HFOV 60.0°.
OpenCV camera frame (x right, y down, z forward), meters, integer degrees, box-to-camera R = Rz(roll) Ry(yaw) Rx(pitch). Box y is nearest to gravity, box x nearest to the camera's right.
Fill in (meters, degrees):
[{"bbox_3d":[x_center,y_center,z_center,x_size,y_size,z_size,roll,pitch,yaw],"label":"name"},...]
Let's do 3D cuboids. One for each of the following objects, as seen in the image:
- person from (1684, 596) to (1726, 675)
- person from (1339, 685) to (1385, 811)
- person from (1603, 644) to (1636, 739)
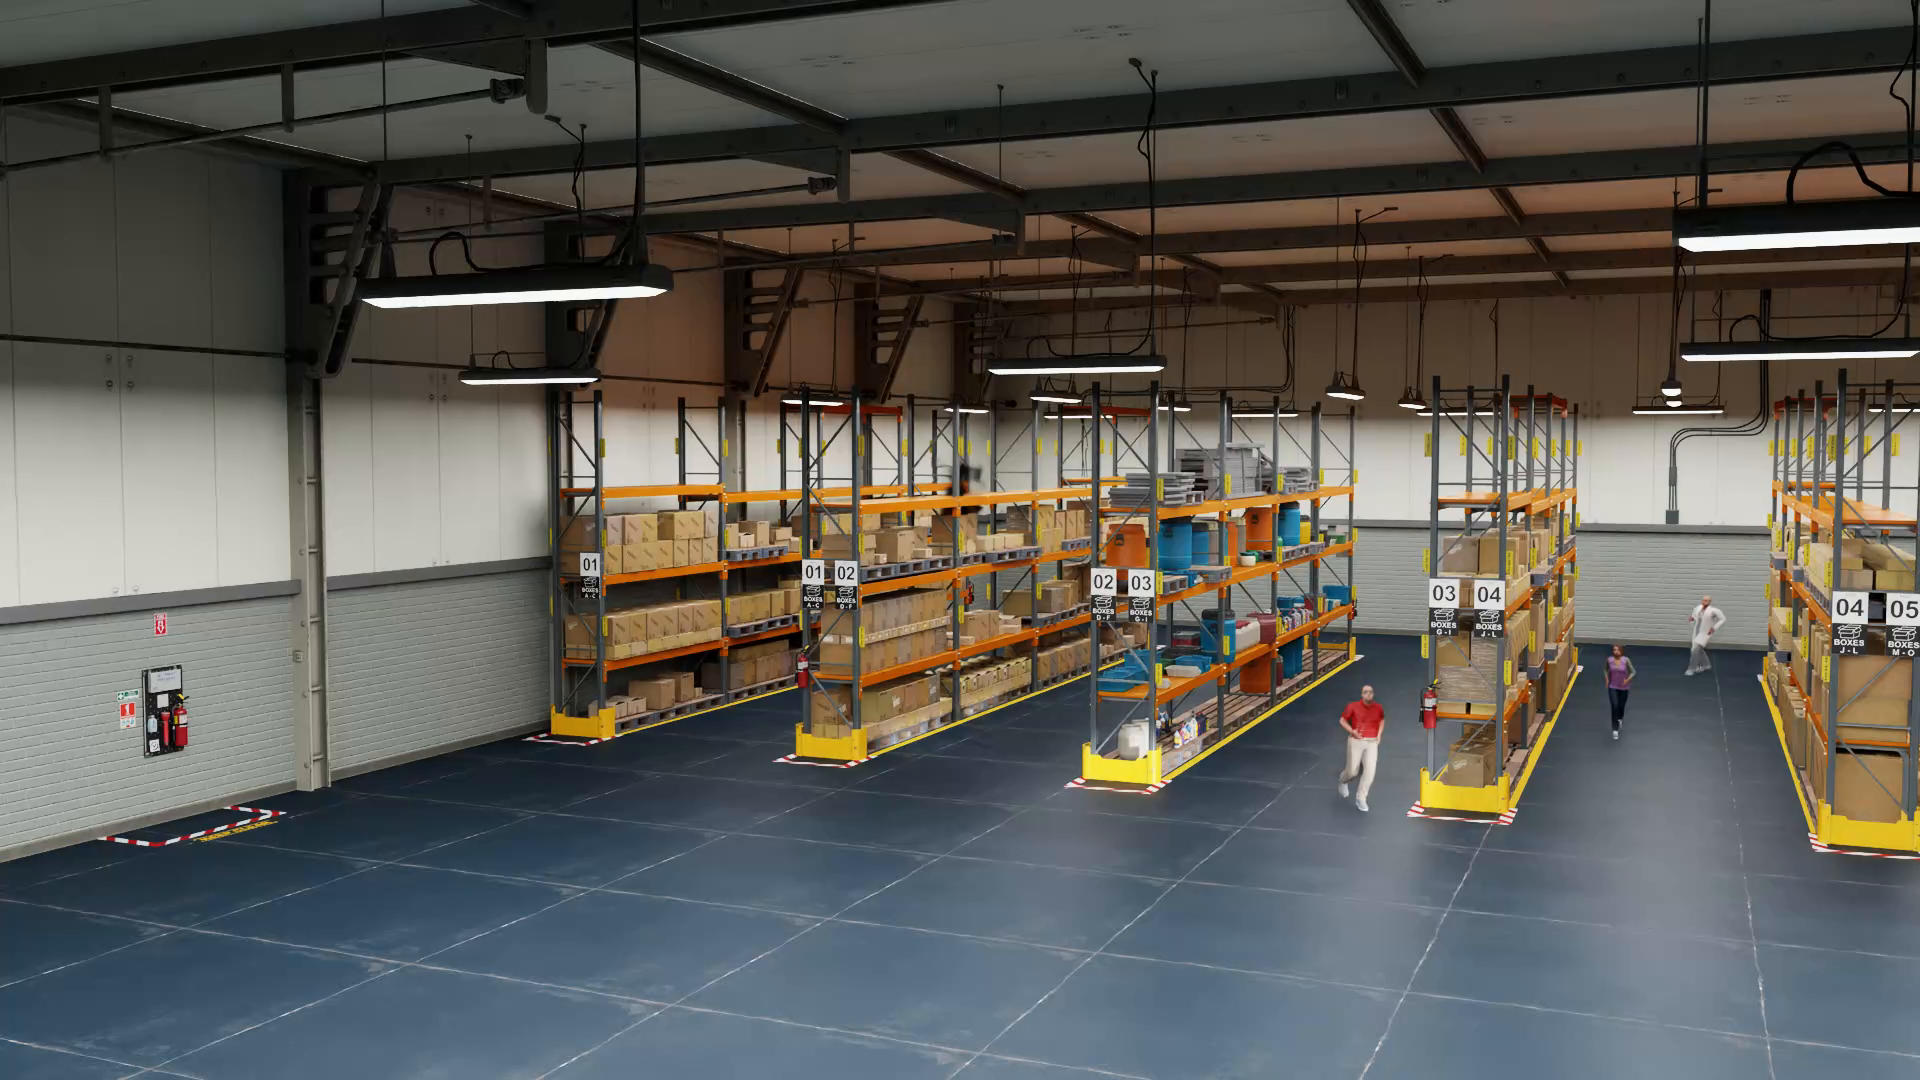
[{"bbox_3d":[16.394,2.115,36.604,0.801,1.803,0.710,-1,3,-18],"label":"person"},{"bbox_3d":[5.649,2.877,23.306,0.674,1.721,0.812,0,3,-3],"label":"person"},{"bbox_3d":[11.476,2.653,28.969,0.532,1.528,0.758,1,3,23],"label":"person"}]
